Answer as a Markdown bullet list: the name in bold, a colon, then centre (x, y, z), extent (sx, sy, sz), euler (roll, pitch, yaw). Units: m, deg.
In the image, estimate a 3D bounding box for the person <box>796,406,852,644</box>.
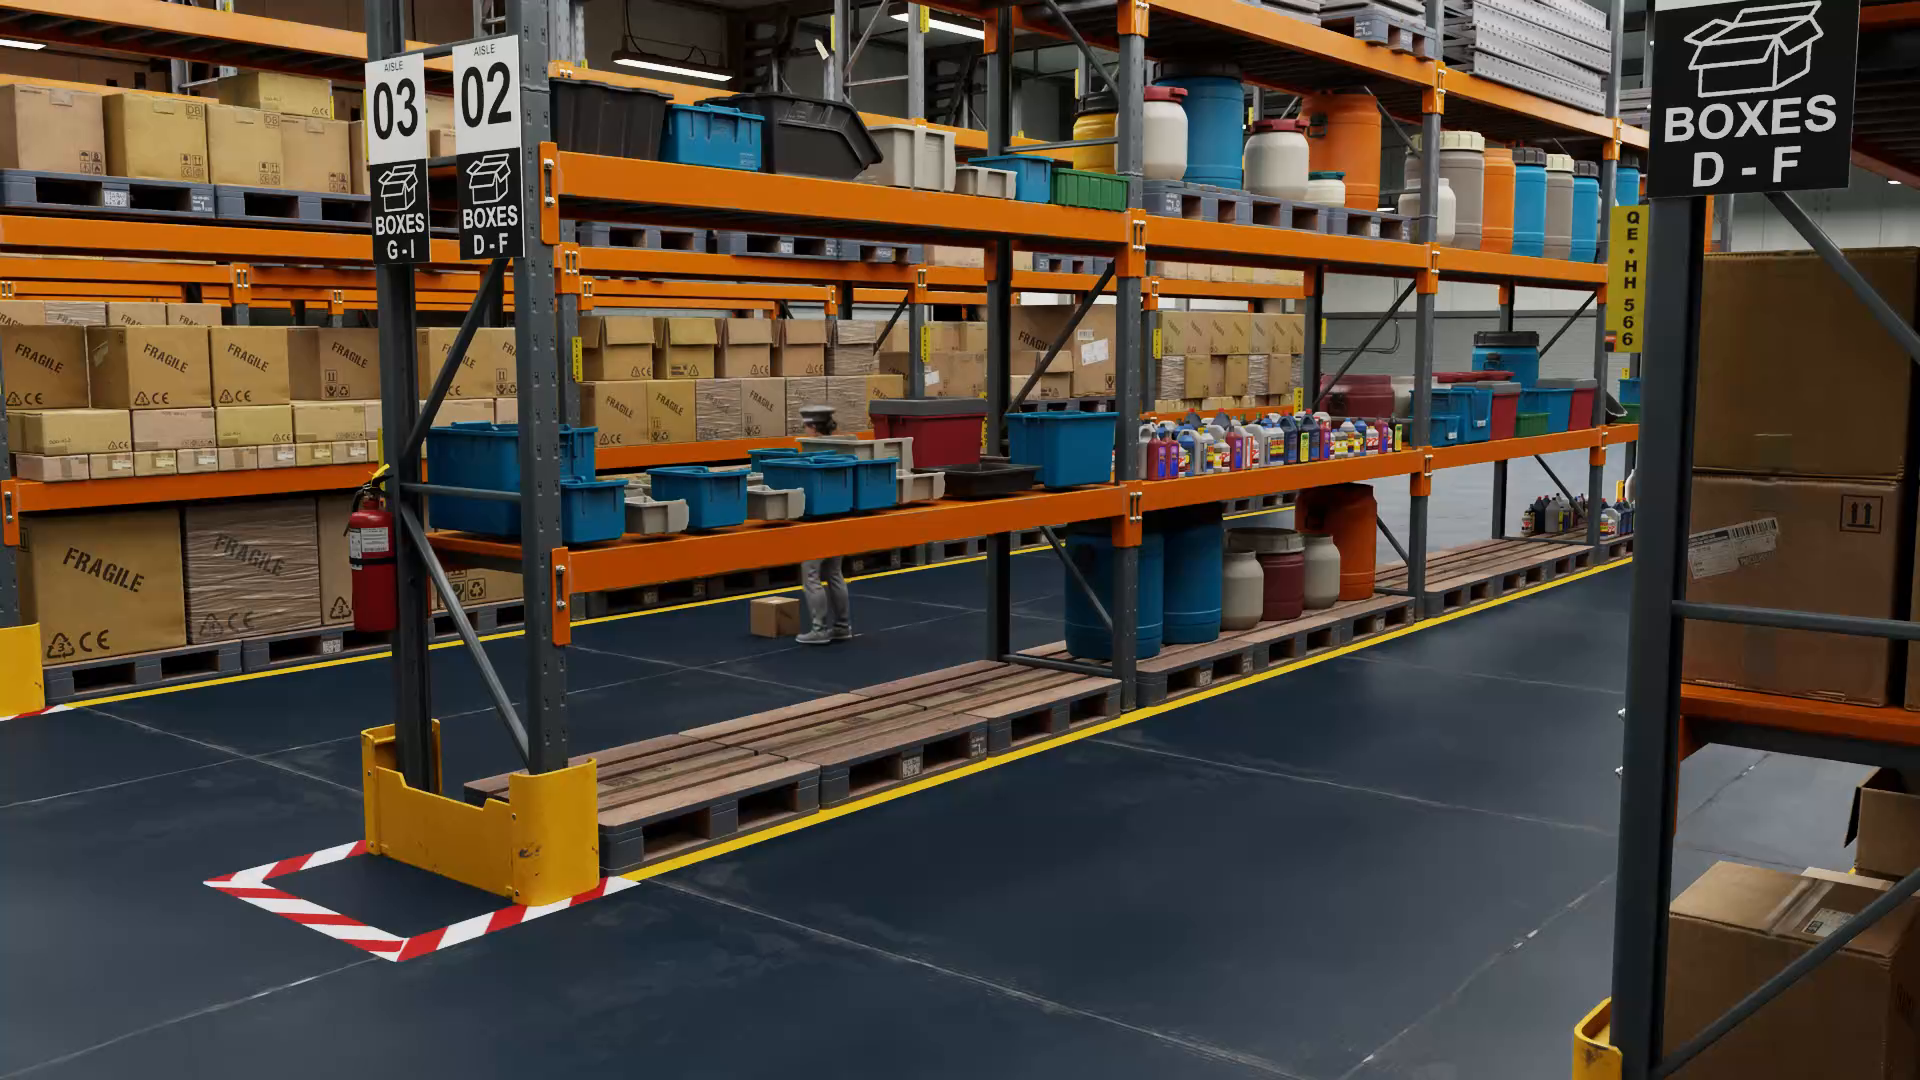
- **person**: centre (-0.978, -0.102, 11.630), extent (0.327, 1.662, 0.471), euler (6, 9, 40)
